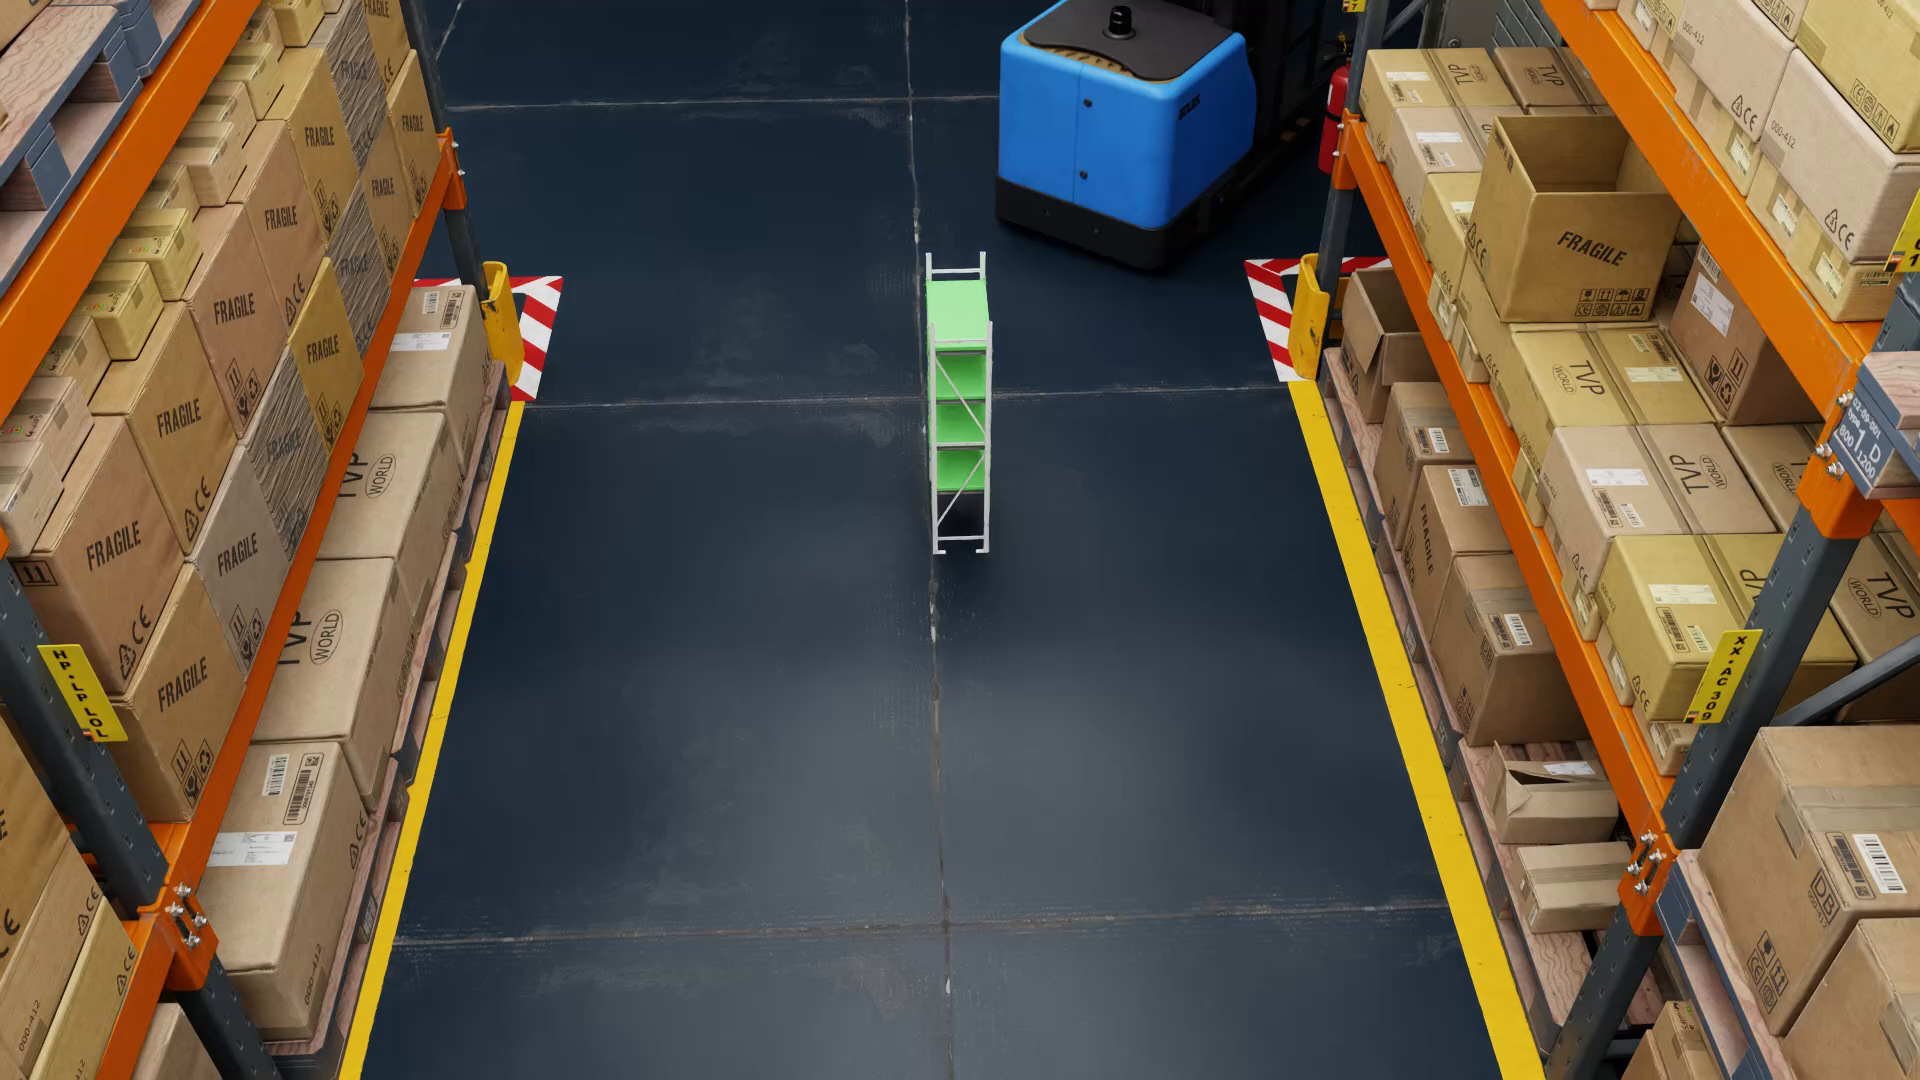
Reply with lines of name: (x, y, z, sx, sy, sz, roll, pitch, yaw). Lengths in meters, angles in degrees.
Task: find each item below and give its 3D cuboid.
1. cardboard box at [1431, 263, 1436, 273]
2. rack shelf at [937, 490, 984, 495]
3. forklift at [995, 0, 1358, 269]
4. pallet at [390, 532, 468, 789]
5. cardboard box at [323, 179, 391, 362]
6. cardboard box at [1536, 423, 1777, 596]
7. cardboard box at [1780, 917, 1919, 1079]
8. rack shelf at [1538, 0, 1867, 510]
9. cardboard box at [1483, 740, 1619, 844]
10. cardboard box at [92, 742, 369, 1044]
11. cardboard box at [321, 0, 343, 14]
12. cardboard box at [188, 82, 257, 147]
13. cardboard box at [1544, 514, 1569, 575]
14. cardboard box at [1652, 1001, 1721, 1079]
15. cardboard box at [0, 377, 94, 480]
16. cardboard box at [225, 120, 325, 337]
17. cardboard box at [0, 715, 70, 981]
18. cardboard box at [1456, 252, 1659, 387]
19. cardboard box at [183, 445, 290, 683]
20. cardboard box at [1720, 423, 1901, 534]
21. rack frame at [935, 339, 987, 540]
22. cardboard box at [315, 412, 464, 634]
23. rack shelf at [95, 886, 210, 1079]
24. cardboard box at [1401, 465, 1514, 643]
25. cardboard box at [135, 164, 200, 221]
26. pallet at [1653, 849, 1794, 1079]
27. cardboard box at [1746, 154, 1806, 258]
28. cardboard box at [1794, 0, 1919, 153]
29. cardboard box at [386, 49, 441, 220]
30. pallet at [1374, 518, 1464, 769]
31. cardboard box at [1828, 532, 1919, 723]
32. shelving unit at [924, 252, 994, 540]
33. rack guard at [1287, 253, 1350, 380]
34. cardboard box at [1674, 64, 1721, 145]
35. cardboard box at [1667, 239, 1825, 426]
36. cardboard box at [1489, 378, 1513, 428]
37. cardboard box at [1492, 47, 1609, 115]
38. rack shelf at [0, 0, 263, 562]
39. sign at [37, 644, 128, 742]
cardboard box: (2.029, -1.048, 6.359, 0.380, 0.149, 0.250, -1, 43, -1)
rack shelf: (-0.007, -0.351, 7.153, 0.199, 0.029, 0.442, -2, 43, -2)
forklift: (-2.711, -2.845, 8.250, 7.012, 2.843, 9.132, 25, 48, 25)
pallet: (-2.578, 0.464, 6.588, 1.003, 0.211, 1.213, -2, 43, -2)
cardboard box: (-2.416, -0.956, 5.999, 0.500, 0.500, 0.500, -1, 43, -1)
cardboard box: (2.089, -0.097, 5.027, 0.500, 0.250, 0.500, -2, 43, -2)
cardboard box: (2.209, 1.123, 3.420, 0.700, 0.500, 0.500, -1, 43, -1)
rack shelf: (2.305, -1.559, 5.043, 1.077, 0.370, 4.000, -2, 43, -2)
cardboard box: (2.058, 0.876, 5.787, 0.396, 0.266, 0.258, 0, 43, 0)
cardboard box: (-2.488, 1.140, 5.372, 0.875, 0.438, 0.875, -2, 43, -2)
cardboard box: (-2.394, -1.989, 5.906, 0.380, 0.149, 0.250, -2, 43, -2)
cardboard box: (-2.422, -1.294, 5.148, 0.380, 0.149, 0.250, 0, 43, 0)
cardboard box: (2.072, -0.011, 5.228, 0.380, 0.149, 0.250, -1, 43, -1)
cardboard box: (2.139, 1.409, 4.552, 0.380, 0.149, 0.250, 0, 43, 0)
cardboard box: (-2.350, -0.261, 4.021, 0.380, 0.149, 0.250, -1, 43, -1)
cardboard box: (-2.392, -0.985, 5.291, 0.500, 0.500, 0.500, -2, 43, -2)
cardboard box: (-2.299, 0.666, 3.490, 0.500, 0.500, 0.500, 0, 43, 0)
cardboard box: (2.060, -0.782, 5.774, 0.500, 0.250, 0.500, -3, 43, -3)
cardboard box: (-2.345, 0.076, 4.873, 0.500, 0.500, 0.500, -1, 43, -2)
cardboard box: (2.610, -0.103, 5.033, 0.500, 0.250, 0.500, -2, 43, -2)
rack frame: (0.004, -0.389, 6.787, 0.228, 1.046, 0.006, -2, 43, -2)
cardboard box: (-2.564, -0.074, 6.696, 0.875, 0.438, 0.875, -1, 43, -1)
rack shelf: (-2.484, 2.392, 2.953, 1.077, 0.370, 4.000, -2, 43, -2)
cardboard box: (2.071, 0.052, 6.513, 0.500, 0.500, 0.500, -1, 43, -1)
cardboard box: (-2.427, -0.949, 4.772, 0.380, 0.149, 0.250, -2, 43, -2)
pallet: (2.315, 1.245, 3.814, 1.003, 0.211, 1.213, -2, 43, -2)
cardboard box: (2.072, -0.781, 3.848, 0.380, 0.149, 0.250, -2, 43, -2)
cardboard box: (2.128, -1.046, 3.473, 0.500, 0.250, 0.500, -2, 43, -2)
cardboard box: (-2.454, -1.642, 6.748, 0.500, 0.500, 0.500, -1, 43, -2)
pallet: (2.307, 0.371, 6.690, 1.003, 0.211, 1.213, -2, 43, -2)
cardboard box: (2.601, 2.856, 1.620, 0.659, 0.500, 8.552, 0, 43, 0)
shelving unit: (-6.231, 2.361, 3.786, 13.061, 1.200, 8.595, -2, 43, -2)
rack guard: (2.223, -1.096, 8.075, 1.175, 0.500, 0.348, -2, 43, -2)
cardboard box: (2.064, -1.128, 4.227, 0.380, 0.149, 0.250, -2, 43, -2)
cardboard box: (2.593, -0.712, 5.143, 0.500, 0.500, 0.500, -3, 43, -3)
cardboard box: (2.076, -0.526, 5.790, 0.380, 0.149, 0.250, -2, 43, -2)
cardboard box: (2.505, -1.820, 6.906, 0.500, 0.250, 0.500, 0, 43, -1)
rack shelf: (-7.605, -0.719, 5.237, 10.987, 1.870, 4.000, -2, 43, -2)
sign: (-2.027, 0.357, 3.842, 0.100, 0.325, 0.005, -2, 43, -2)
